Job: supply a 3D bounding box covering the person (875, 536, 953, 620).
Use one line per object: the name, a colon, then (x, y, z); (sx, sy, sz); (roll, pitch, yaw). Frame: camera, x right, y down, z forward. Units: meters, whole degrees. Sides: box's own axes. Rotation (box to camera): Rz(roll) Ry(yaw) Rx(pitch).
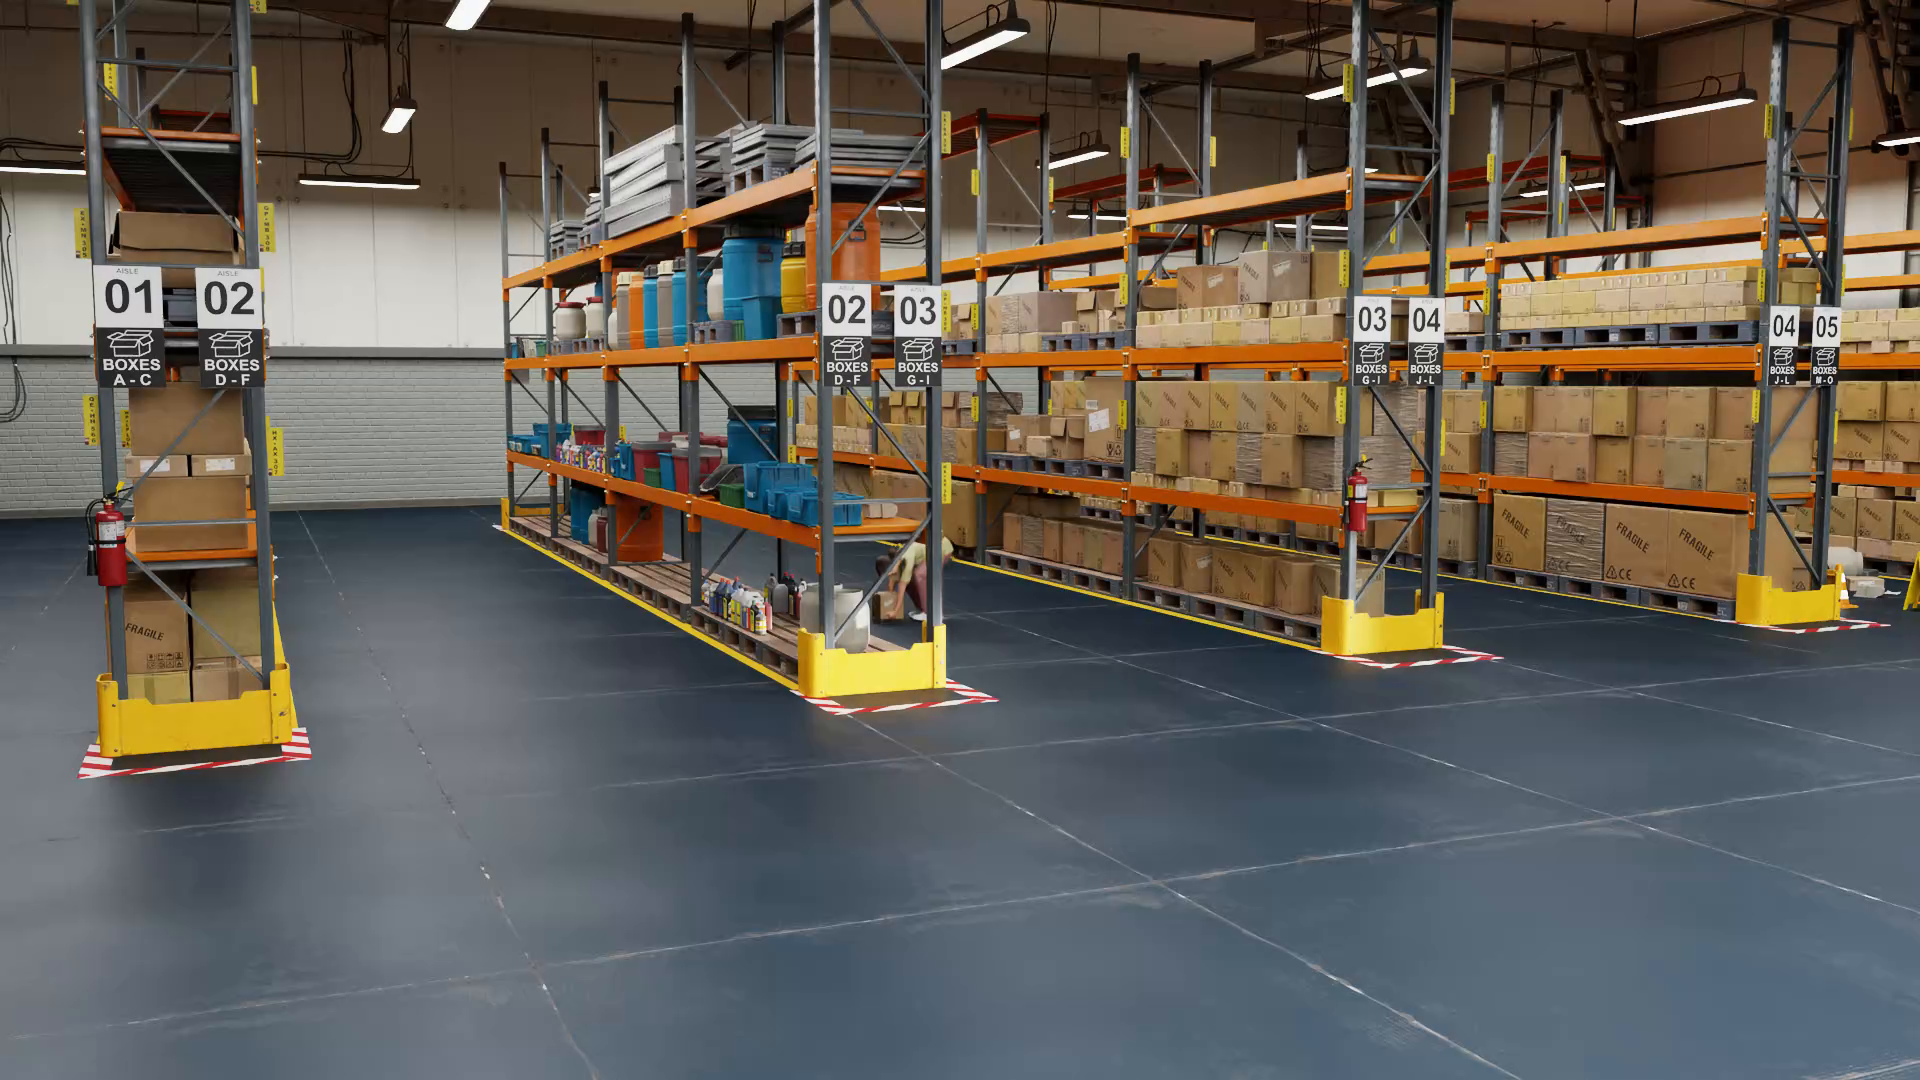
person: (-0.482, 0.384, 17.118); (0.849, 0.879, 0.460); (-3, 6, -26)
